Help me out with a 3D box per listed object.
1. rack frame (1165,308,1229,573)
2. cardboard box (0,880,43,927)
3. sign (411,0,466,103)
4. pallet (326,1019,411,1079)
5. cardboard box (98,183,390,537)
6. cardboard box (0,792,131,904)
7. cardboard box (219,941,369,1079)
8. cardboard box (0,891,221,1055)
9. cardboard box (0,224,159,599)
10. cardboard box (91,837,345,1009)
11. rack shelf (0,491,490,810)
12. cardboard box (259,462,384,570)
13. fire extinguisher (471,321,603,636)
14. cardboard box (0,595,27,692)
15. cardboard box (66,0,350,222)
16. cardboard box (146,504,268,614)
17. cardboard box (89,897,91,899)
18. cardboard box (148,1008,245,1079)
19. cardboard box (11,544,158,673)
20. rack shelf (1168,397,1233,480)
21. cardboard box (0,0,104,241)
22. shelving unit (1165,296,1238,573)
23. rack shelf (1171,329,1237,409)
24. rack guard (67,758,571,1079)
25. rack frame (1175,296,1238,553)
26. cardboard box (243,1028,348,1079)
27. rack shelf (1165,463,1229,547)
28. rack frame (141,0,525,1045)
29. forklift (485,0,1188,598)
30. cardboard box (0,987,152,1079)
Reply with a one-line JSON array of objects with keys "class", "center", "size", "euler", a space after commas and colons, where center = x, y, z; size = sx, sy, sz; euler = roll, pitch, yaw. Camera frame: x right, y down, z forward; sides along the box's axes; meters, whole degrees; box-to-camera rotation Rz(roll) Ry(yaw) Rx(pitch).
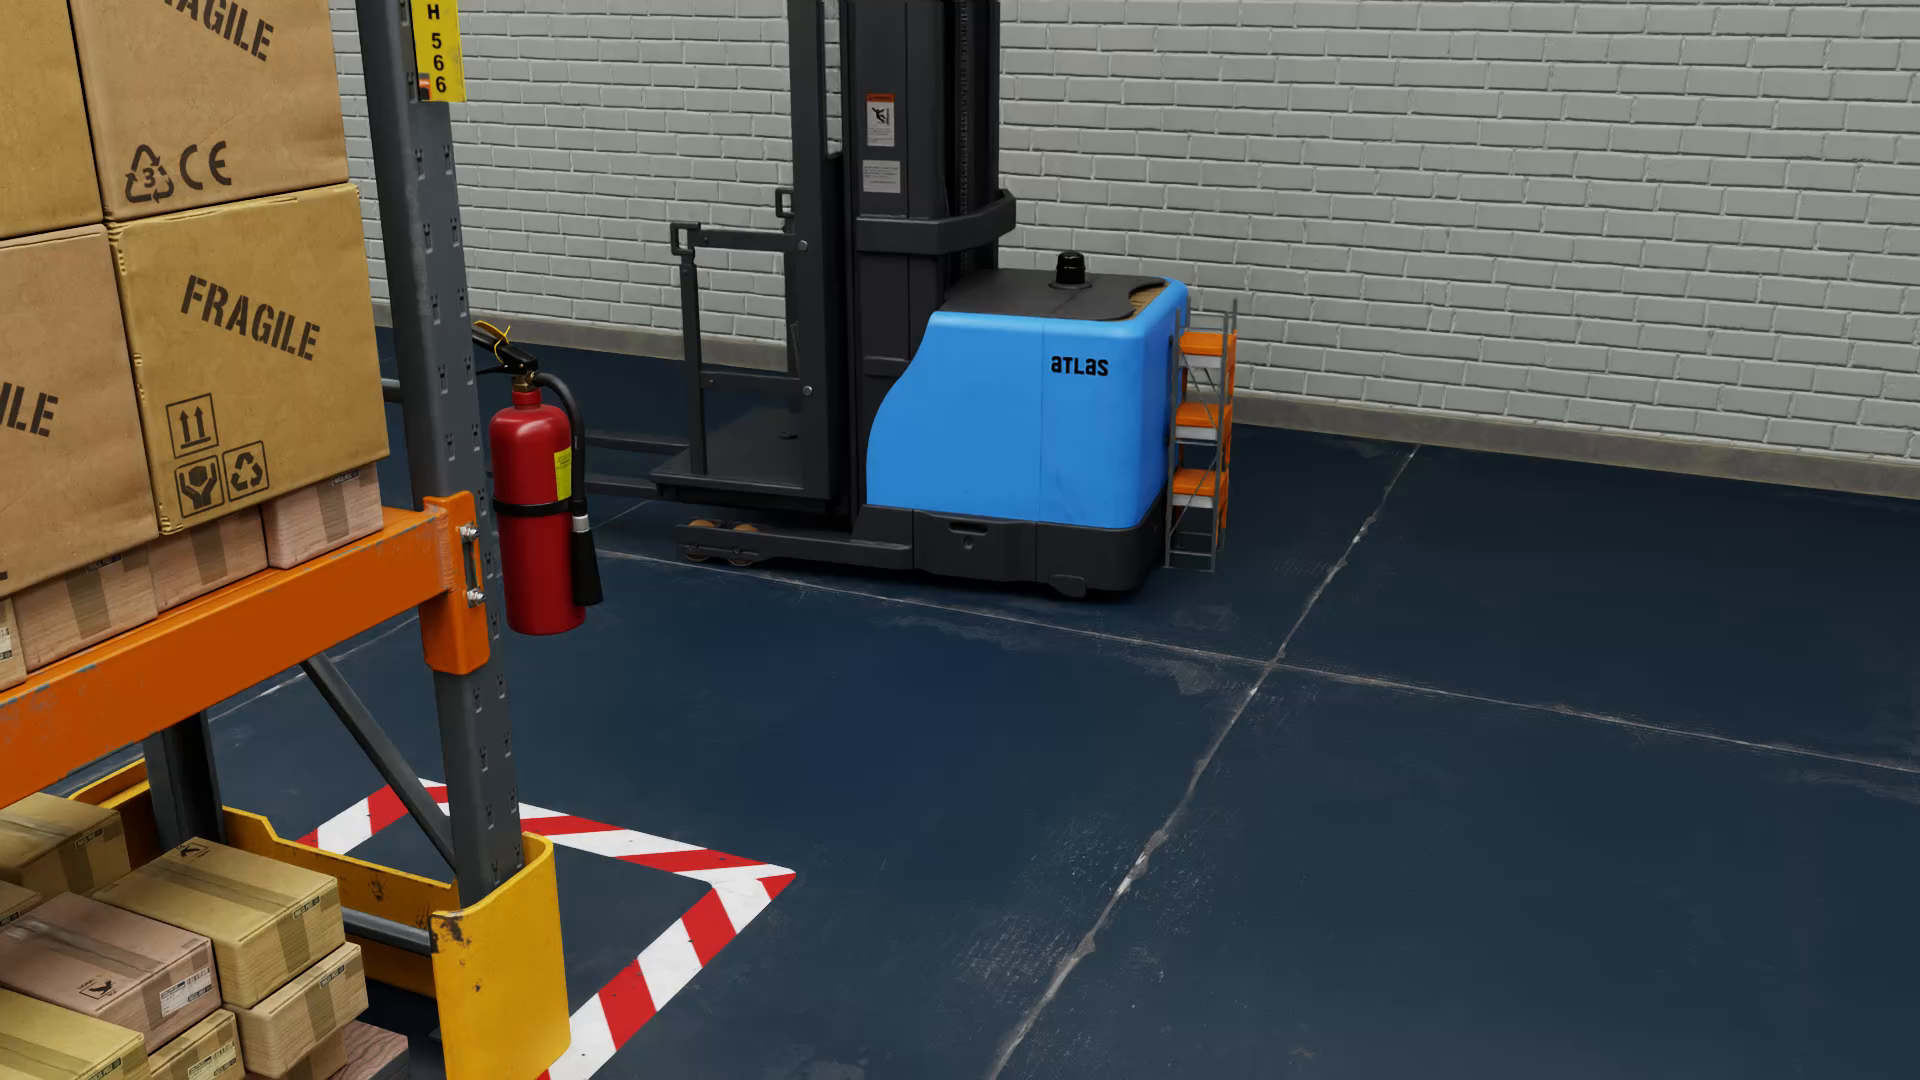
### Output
[{"class": "rack frame", "center": [0.915, -0.374, 6.453], "size": [0.200, 1.050, 0.008], "euler": [6, 20, 16]}, {"class": "cardboard box", "center": [-1.960, 0.744, 3.139], "size": [0.380, 0.149, 0.250], "euler": [9, 21, 24]}, {"class": "sign", "center": [-0.935, -0.947, 2.956], "size": [0.100, 0.325, 0.005], "euler": [9, 21, 23]}, {"class": "pallet", "center": [-1.829, 1.246, 3.151], "size": [1.003, 0.211, 1.213], "euler": [9, 21, 23]}, {"class": "cardboard box", "center": [-1.382, -0.350, 2.882], "size": [0.500, 0.500, 0.500], "euler": [9, 21, 24]}, {"class": "cardboard box", "center": [-1.957, 0.644, 3.422], "size": [0.380, 0.149, 0.250], "euler": [8, 21, 20]}, {"class": "cardboard box", "center": [-1.389, 0.871, 3.228], "size": [0.380, 0.149, 0.250], "euler": [8, 21, 21]}, {"class": "cardboard box", "center": [-1.574, 0.796, 2.995], "size": [0.380, 0.149, 0.250], "euler": [9, 21, 24]}, {"class": "cardboard box", "center": [-1.598, -0.193, 2.441], "size": [0.500, 0.500, 0.500], "euler": [8, 21, 22]}, {"class": "cardboard box", "center": [-1.418, 0.727, 3.189], "size": [0.380, 0.149, 0.250], "euler": [9, 21, 23]}, {"class": "rack shelf", "center": [-2.252, 0.615, 1.835], "size": [1.077, 0.370, 4.000], "euler": [9, 21, 23]}, {"class": "cardboard box", "center": [-1.308, -0.078, 3.087], "size": [0.380, 0.149, 0.250], "euler": [9, 21, 23]}, {"class": "fire extinguisher", "center": [-0.909, -0.136, 3.548], "size": [0.296, 0.674, 0.183], "euler": [9, 21, 23]}, {"class": "cardboard box", "center": [-1.617, 0.153, 2.438], "size": [0.380, 0.149, 0.250], "euler": [9, 22, 24]}, {"class": "cardboard box", "center": [-1.393, -0.819, 2.711], "size": [0.500, 0.500, 0.500], "euler": [8, 21, 22]}, {"class": "cardboard box", "center": [-1.445, -0.007, 2.888], "size": [0.380, 0.149, 0.250], "euler": [9, 21, 23]}, {"class": "cardboard box", "center": [-1.882, 0.795, 3.440], "size": [0.380, 0.149, 0.250], "euler": [10, 22, 25]}, {"class": "cardboard box", "center": [-1.545, 0.943, 3.024], "size": [0.380, 0.149, 0.250], "euler": [8, 21, 21]}, {"class": "cardboard box", "center": [-1.533, 0.071, 2.666], "size": [0.380, 0.149, 0.250], "euler": [8, 21, 22]}, {"class": "rack shelf", "center": [0.951, -0.403, 6.567], "size": [0.215, 0.259, 0.240], "euler": [6, 20, 16]}, {"class": "cardboard box", "center": [-1.601, -0.664, 2.275], "size": [0.500, 0.500, 0.500], "euler": [8, 21, 21]}, {"class": "shelving unit", "center": [0.951, -0.413, 6.563], "size": [0.215, 1.050, 0.252], "euler": [6, 20, 16]}, {"class": "rack shelf", "center": [0.951, -0.670, 6.472], "size": [0.215, 0.259, 0.240], "euler": [6, 20, 16]}, {"class": "rack guard", "center": [-1.464, 0.866, 3.788], "size": [1.175, 0.500, 0.348], "euler": [9, 21, 23]}, {"class": "rack frame", "center": [0.986, -0.452, 6.673], "size": [0.200, 1.050, 0.008], "euler": [6, 20, 16]}, {"class": "cardboard box", "center": [-1.458, 1.000, 3.308], "size": [0.380, 0.149, 0.250], "euler": [9, 21, 24]}, {"class": "rack shelf", "center": [0.951, -0.141, 6.660], "size": [0.215, 0.259, 0.240], "euler": [6, 20, 16]}, {"class": "rack frame", "center": [-1.433, -0.335, 3.434], "size": [1.000, 3.000, 0.127], "euler": [9, 21, 23]}, {"class": "forklift", "center": [-0.637, -1.435, 6.628], "size": [3.031, 2.935, 1.130], "euler": [6, 20, 17]}, {"class": "cardboard box", "center": [-1.564, 0.892, 2.723], "size": [0.380, 0.149, 0.250], "euler": [8, 21, 21]}]
